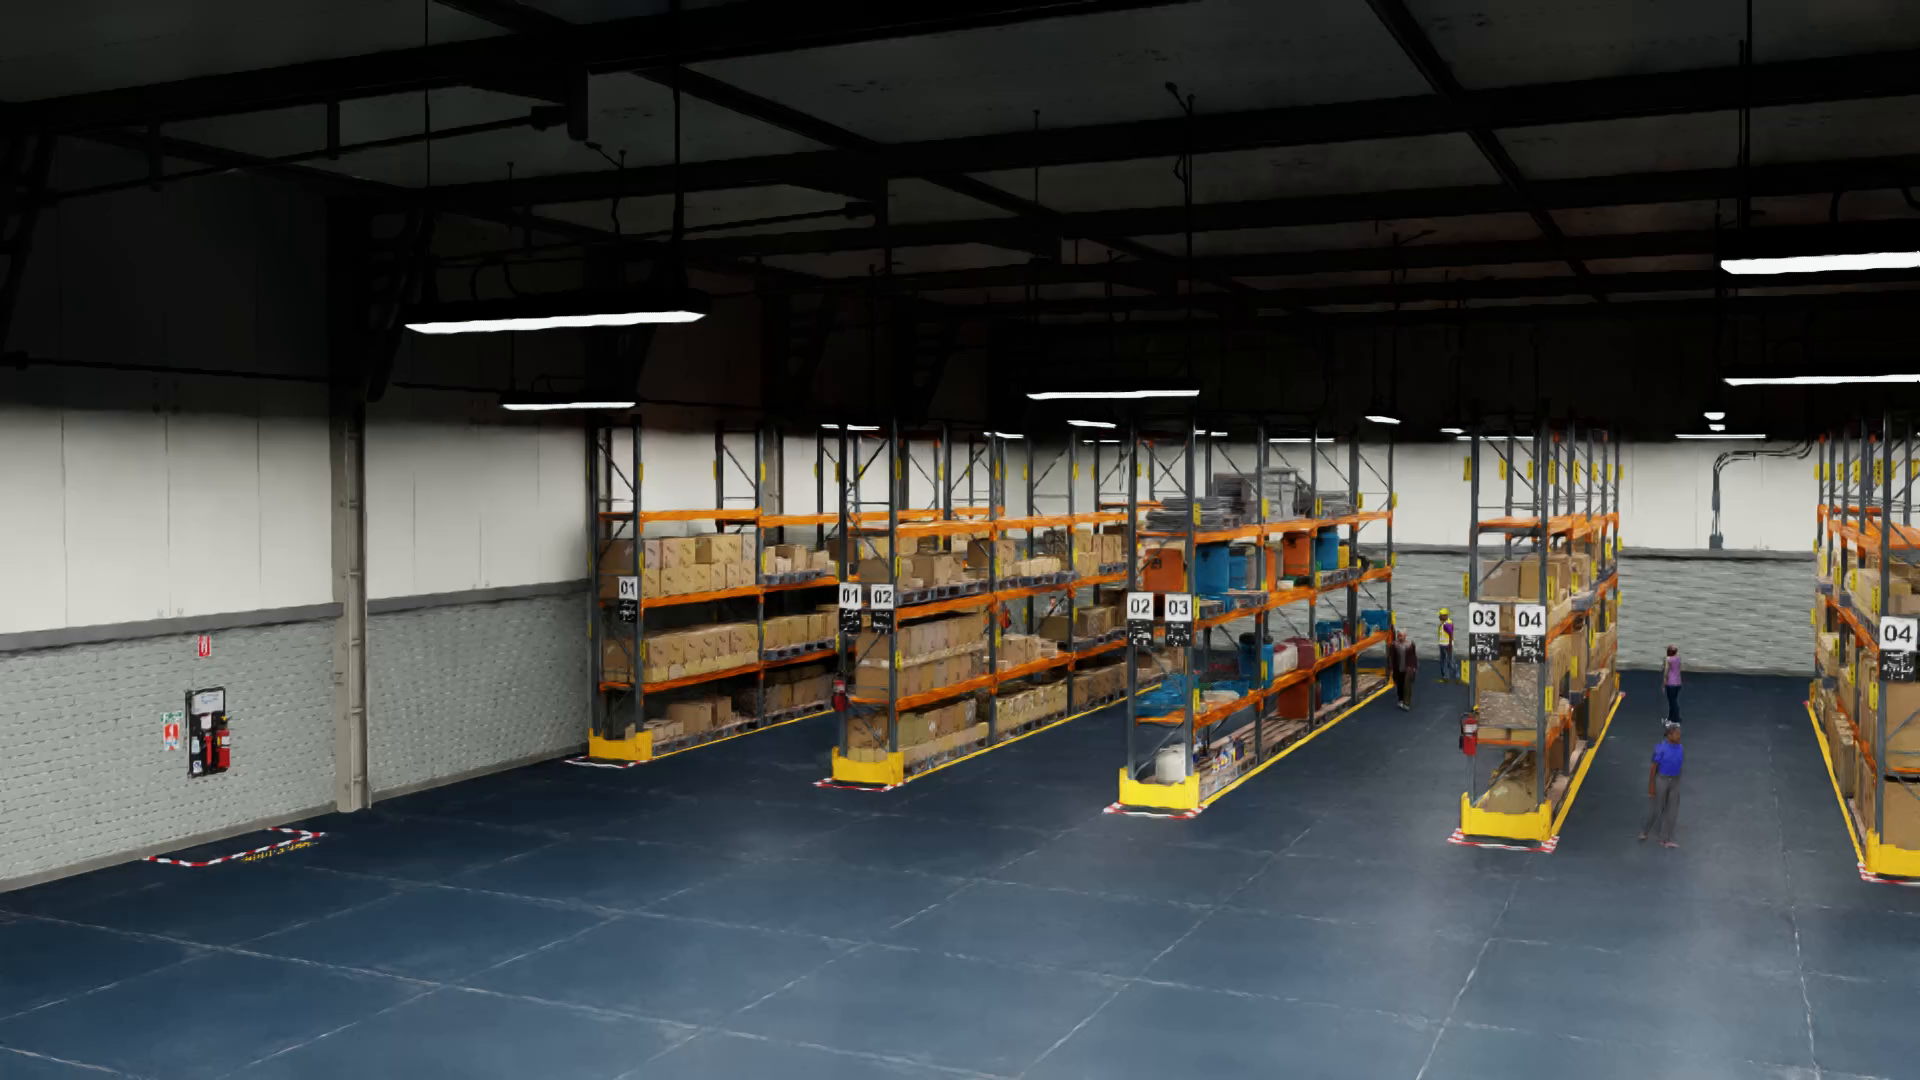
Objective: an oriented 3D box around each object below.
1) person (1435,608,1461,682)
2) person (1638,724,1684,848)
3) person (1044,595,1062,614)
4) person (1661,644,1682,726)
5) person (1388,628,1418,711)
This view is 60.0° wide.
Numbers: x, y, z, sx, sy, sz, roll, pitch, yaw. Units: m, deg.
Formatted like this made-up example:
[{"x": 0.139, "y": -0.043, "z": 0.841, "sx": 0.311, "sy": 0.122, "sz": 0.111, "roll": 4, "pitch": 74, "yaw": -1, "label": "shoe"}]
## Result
[{"x": 11.634, "y": 2.504, "z": 39.620, "sx": 0.541, "sy": 1.759, "sz": 0.661, "roll": 0, "pitch": 2, "yaw": -2, "label": "person"}, {"x": 9.403, "y": 3.265, "z": 22.302, "sx": 0.517, "sy": 1.646, "sz": 0.528, "roll": 0, "pitch": 2, "yaw": -12, "label": "person"}, {"x": 2.576, "y": 2.319, "z": 45.469, "sx": 0.572, "sy": 1.634, "sz": 0.687, "roll": 1, "pitch": 2, "yaw": 16, "label": "person"}, {"x": 13.973, "y": 2.847, "z": 32.678, "sx": 0.522, "sy": 1.592, "sz": 0.527, "roll": -2, "pitch": 3, "yaw": -34, "label": "person"}, {"x": 9.281, "y": 2.692, "z": 34.908, "sx": 0.601, "sy": 1.694, "sz": 1.186, "roll": 1, "pitch": 3, "yaw": 23, "label": "person"}]
